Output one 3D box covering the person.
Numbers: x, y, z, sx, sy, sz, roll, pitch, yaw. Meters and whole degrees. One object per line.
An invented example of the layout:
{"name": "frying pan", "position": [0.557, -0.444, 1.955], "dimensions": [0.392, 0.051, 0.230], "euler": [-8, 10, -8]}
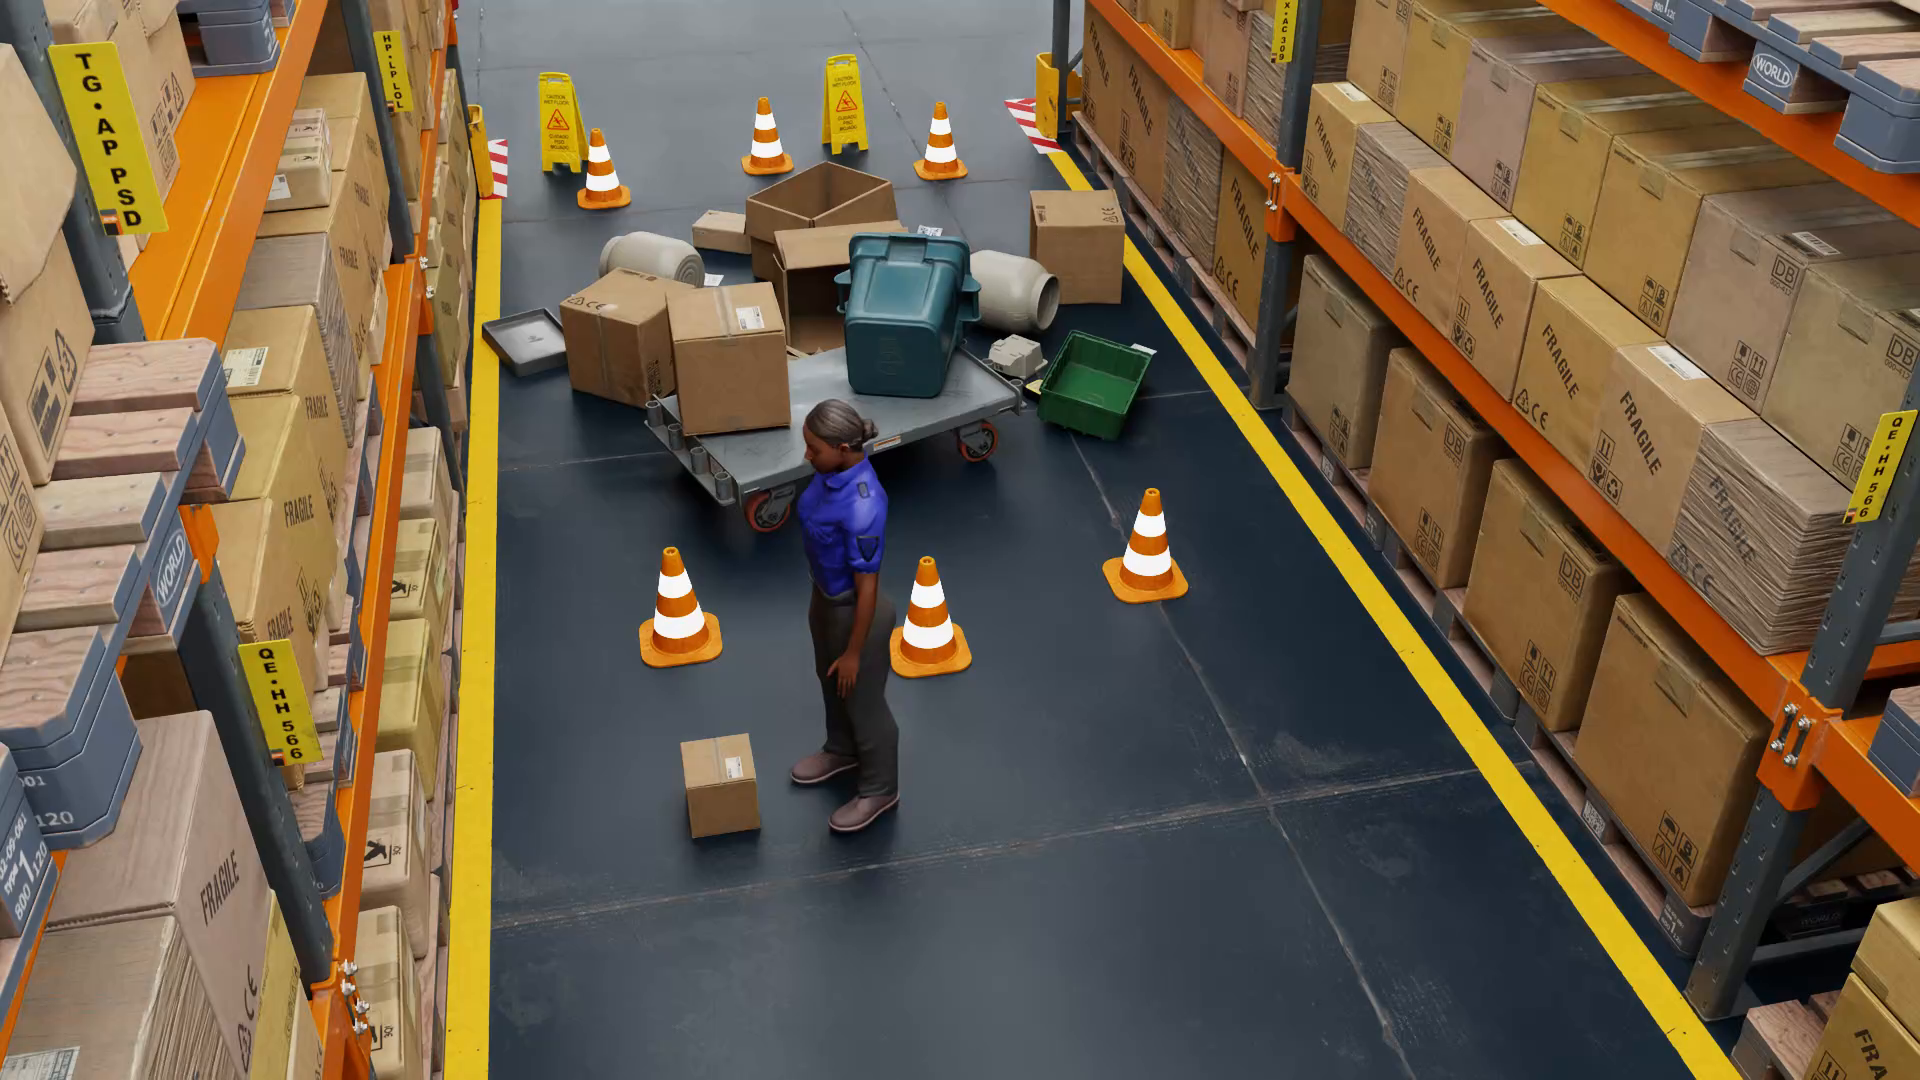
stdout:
{"name": "person", "position": [-0.410, 0.270, 5.728], "dimensions": [0.370, 1.675, 0.543], "euler": [-11, 36, -16]}
